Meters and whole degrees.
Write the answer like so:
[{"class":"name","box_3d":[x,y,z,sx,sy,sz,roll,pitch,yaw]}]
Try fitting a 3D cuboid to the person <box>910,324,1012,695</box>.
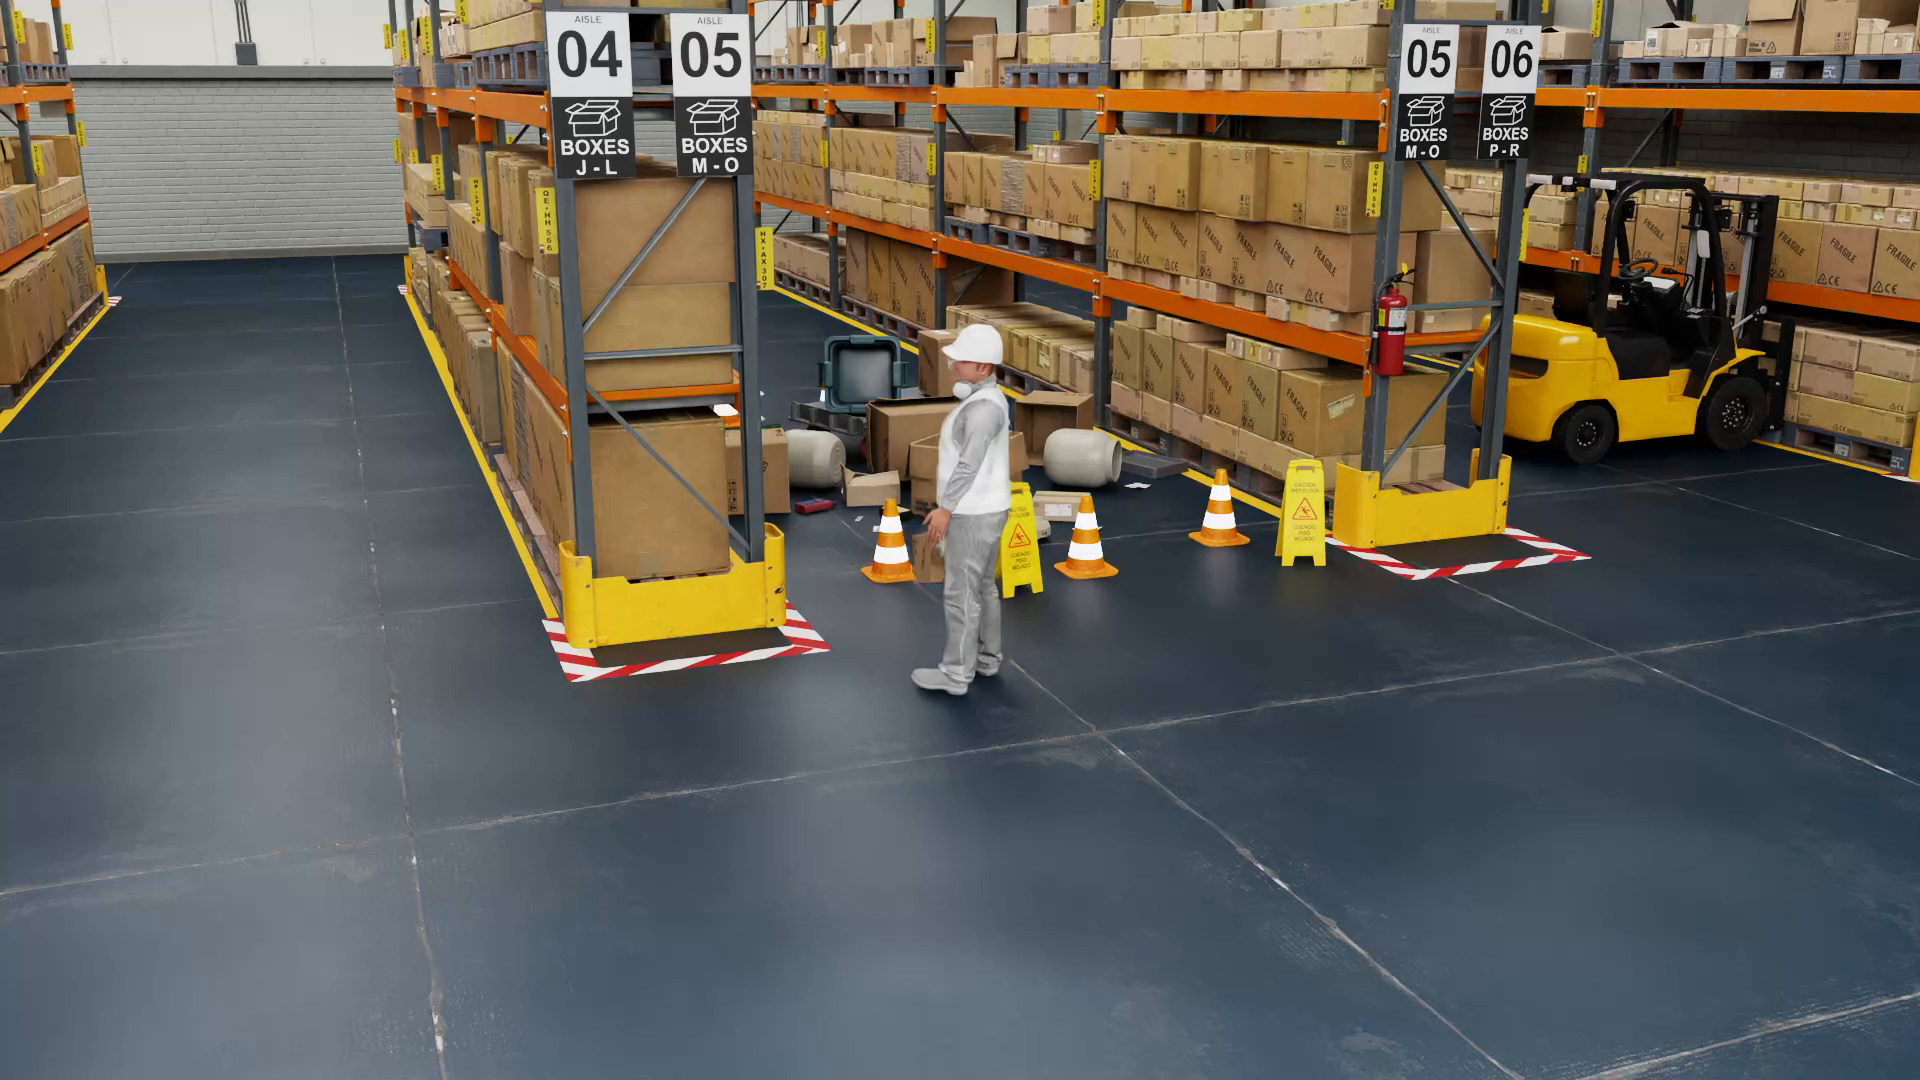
[{"class":"person","box_3d":[0.007,-0.156,7.956,0.486,1.780,0.583,1,16,5]}]
